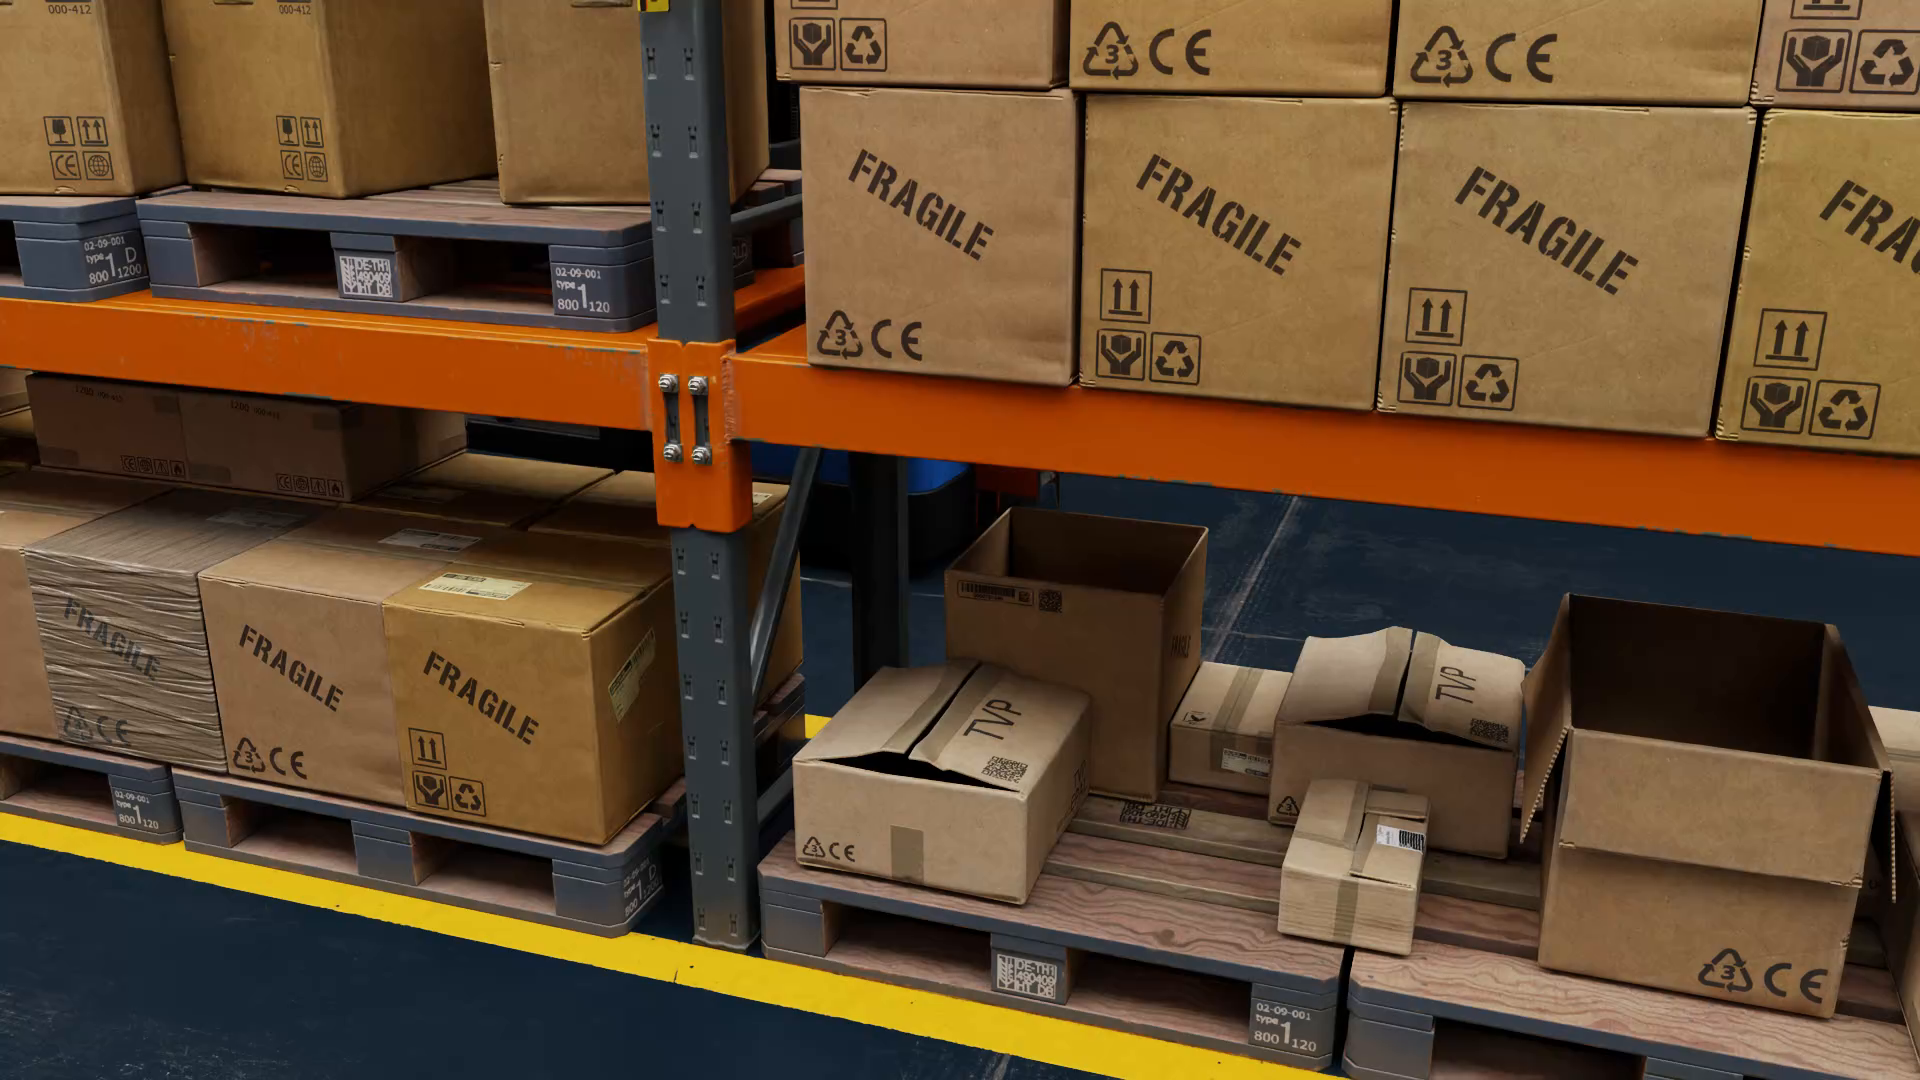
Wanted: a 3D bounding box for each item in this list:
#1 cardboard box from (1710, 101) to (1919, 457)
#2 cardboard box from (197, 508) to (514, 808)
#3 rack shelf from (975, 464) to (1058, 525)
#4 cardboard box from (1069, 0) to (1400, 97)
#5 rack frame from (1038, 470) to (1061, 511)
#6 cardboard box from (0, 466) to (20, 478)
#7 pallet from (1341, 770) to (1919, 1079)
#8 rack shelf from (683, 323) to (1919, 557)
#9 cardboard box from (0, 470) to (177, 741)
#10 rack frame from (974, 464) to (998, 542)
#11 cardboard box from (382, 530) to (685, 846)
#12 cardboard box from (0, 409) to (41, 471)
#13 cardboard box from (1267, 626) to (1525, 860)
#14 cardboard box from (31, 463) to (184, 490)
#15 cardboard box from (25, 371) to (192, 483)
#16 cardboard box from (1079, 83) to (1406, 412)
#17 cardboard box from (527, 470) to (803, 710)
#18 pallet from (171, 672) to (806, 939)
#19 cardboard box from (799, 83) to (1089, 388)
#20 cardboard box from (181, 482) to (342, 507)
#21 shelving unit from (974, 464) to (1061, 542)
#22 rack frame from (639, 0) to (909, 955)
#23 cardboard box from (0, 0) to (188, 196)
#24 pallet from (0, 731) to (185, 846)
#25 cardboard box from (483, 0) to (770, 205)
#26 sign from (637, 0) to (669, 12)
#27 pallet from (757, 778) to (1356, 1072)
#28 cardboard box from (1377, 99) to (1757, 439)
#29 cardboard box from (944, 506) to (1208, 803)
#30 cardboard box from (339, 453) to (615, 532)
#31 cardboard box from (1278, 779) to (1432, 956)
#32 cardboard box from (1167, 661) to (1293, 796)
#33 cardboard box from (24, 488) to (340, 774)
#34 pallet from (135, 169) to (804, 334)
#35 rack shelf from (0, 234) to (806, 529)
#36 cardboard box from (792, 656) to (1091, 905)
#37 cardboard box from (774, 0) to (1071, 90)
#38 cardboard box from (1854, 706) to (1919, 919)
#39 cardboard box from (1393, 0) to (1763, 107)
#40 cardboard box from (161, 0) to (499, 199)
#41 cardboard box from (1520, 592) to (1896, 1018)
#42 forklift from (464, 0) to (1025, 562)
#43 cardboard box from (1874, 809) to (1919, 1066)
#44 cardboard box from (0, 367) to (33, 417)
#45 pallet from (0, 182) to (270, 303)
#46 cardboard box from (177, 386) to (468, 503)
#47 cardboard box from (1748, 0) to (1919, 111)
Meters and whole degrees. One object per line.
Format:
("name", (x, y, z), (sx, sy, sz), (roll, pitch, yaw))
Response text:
("cardboard box", (1.478, -0.439, 2.625), (0.500, 0.500, 0.500), (6, 20, 17))
("cardboard box", (-1.376, 0.258, 3.909), (0.500, 0.500, 0.500), (7, 20, 18))
("rack shelf", (0.205, -0.191, 5.907), (0.240, 0.259, 0.215), (9, 21, 24))
("cardboard box", (0.489, -1.020, 2.774), (0.500, 0.500, 0.500), (6, 20, 16))
("rack frame", (0.315, -0.447, 5.763), (0.008, 1.050, 0.200), (9, 21, 24))
("cardboard box", (-2.825, 0.094, 4.377), (0.500, 0.500, 0.500), (6, 20, 17))
("pallet", (1.453, 0.828, 3.381), (1.213, 0.211, 1.003), (7, 20, 18))
("rack shelf", (1.538, -0.139, 3.010), (4.000, 0.370, 1.077), (7, 20, 18))
("cardboard box", (-2.331, 0.149, 4.220), (0.500, 0.500, 0.500), (6, 20, 16))
("rack frame", (0.095, -0.481, 5.861), (0.008, 1.050, 0.200), (9, 21, 24))
("cardboard box", (-0.912, 0.314, 3.748), (0.500, 0.500, 0.500), (6, 20, 18))
("cardboard box", (-2.681, -0.070, 4.849), (0.500, 0.500, 0.500), (6, 20, 16))
("cardboard box", (0.988, 0.422, 3.726), (0.500, 0.311, 0.500), (7, 20, 18))
("cardboard box", (-2.183, -0.015, 4.692), (0.500, 0.500, 0.500), (6, 20, 16))
("cardboard box", (-2.147, -0.366, 4.560), (0.500, 0.250, 0.500), (6, 20, 17))
("cardboard box", (0.525, -0.548, 2.939), (0.500, 0.500, 0.500), (7, 20, 19))
("cardboard box", (-0.729, 0.150, 4.218), (0.500, 0.500, 0.500), (6, 20, 16))
("pallet", (-1.132, 0.546, 4.189), (1.213, 0.211, 1.003), (7, 20, 18))
("cardboard box", (0.040, -0.602, 3.094), (0.500, 0.500, 0.500), (7, 20, 19))
("cardboard box", (-1.706, 0.039, 4.535), (0.500, 0.500, 0.500), (7, 20, 19))
("shelving unit", (0.205, -0.464, 5.812), (0.252, 1.050, 0.215), (9, 21, 24))
("rack frame", (-0.352, -0.695, 3.512), (0.127, 3.000, 1.000), (7, 20, 18))
("cardboard box", (-2.041, -1.112, 3.919), (0.500, 0.500, 0.700), (1, 19, 4))
("pallet", (-2.289, 0.415, 4.566), (1.213, 0.211, 1.003), (7, 20, 18))
("cardboard box", (-0.726, -1.061, 3.773), (0.500, 0.500, 0.700), (0, 19, 0))
("sign", (-0.530, -1.068, 2.825), (0.005, 0.325, 0.100), (7, 20, 18))
("pallet", (0.297, 0.697, 3.757), (1.213, 0.211, 1.003), (7, 20, 18))
("cardboard box", (0.997, -0.493, 2.782), (0.500, 0.500, 0.500), (6, 20, 18))
("cardboard box", (0.280, 0.251, 3.927), (0.500, 0.500, 0.500), (7, 20, 18))
("cardboard box", (-1.236, 0.096, 4.373), (0.500, 0.500, 0.500), (7, 20, 19))
("cardboard box", (0.794, 0.638, 3.324), (0.250, 0.166, 0.380), (7, 20, 18))
("cardboard box", (0.654, 0.439, 3.922), (0.250, 0.149, 0.380), (7, 20, 18))
("cardboard box", (-1.850, 0.203, 4.065), (0.500, 0.500, 0.500), (7, 20, 19))
("pallet", (-1.071, -0.724, 3.888), (1.213, 0.211, 1.003), (7, 20, 18))
("rack shelf", (-2.241, -0.571, 4.250), (4.000, 0.370, 1.077), (7, 20, 18))
("cardboard box", (-0.026, 0.480, 3.559), (0.500, 0.311, 0.500), (7, 20, 18))
("cardboard box", (0.001, -1.076, 2.934), (0.500, 0.500, 0.500), (7, 20, 19))
("cardboard box", (2.062, 0.573, 3.384), (0.500, 0.250, 0.500), (7, 20, 18))
("cardboard box", (0.974, -0.964, 2.615), (0.500, 0.500, 0.500), (6, 20, 16))
("cardboard box", (-1.396, -1.115, 3.929), (0.500, 0.500, 0.700), (10, 22, 27))
("cardboard box", (1.425, 0.478, 3.273), (0.637, 0.503, 0.797), (7, 20, 18))
("forklift", (-1.260, -1.599, 6.210), (3.031, 2.935, 1.130), (9, 21, 24))
("cardboard box", (1.945, 0.734, 2.922), (0.500, 0.250, 0.500), (7, 20, 18))
("cardboard box", (-3.115, -0.475, 4.873), (0.500, 0.250, 0.500), (7, 21, 20))
("pallet", (-2.292, -0.827, 4.184), (1.213, 0.211, 1.003), (7, 20, 18))
("cardboard box", (-1.673, -0.312, 4.405), (0.500, 0.250, 0.500), (7, 20, 18))
("cardboard box", (1.462, -0.909, 2.455), (0.500, 0.500, 0.500), (7, 20, 20))
